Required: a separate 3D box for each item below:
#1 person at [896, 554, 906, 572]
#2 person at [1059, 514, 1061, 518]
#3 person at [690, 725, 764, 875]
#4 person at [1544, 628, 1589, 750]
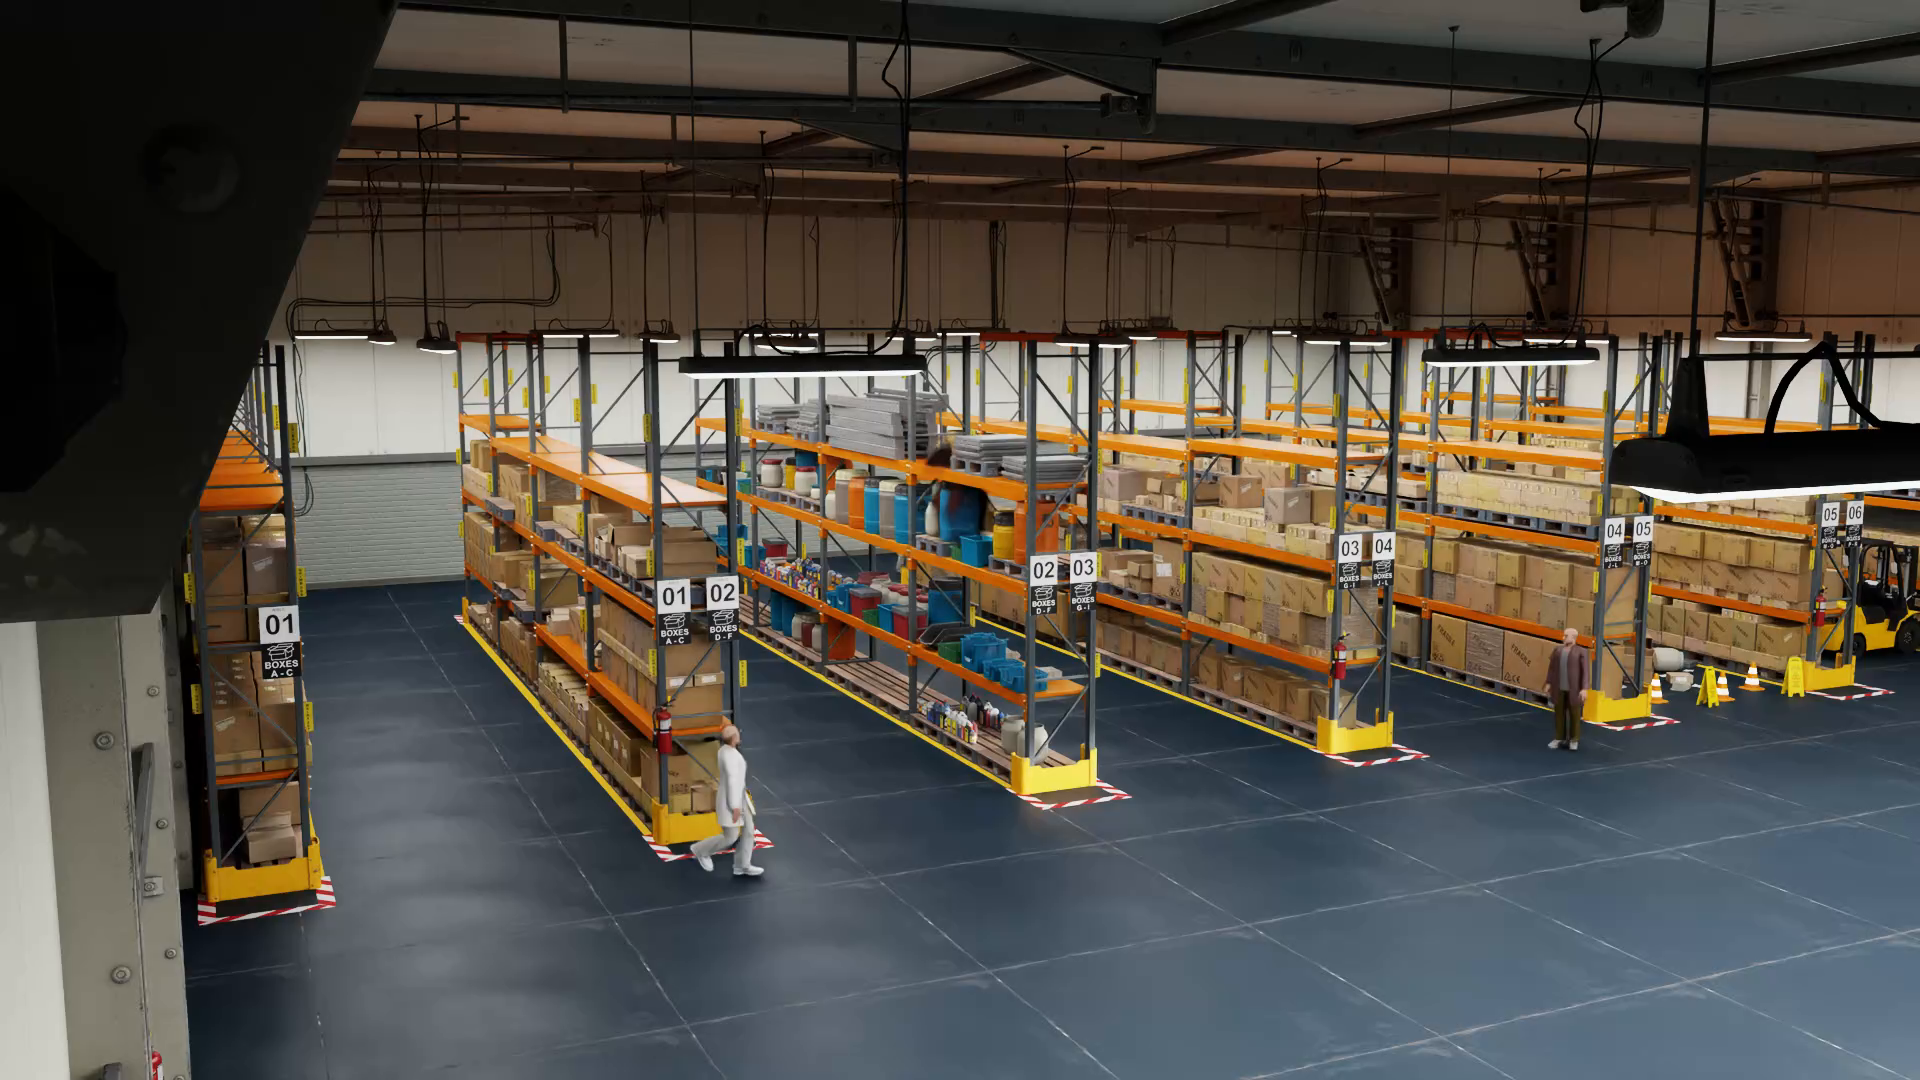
[{"bbox_3d":[-1.152,-0.037,40.711,0.937,1.736,0.651,5,9,34],"label":"person"},{"bbox_3d":[2.298,0.122,40.304,0.470,1.579,0.629,-1,8,-7],"label":"person"},{"bbox_3d":[-2.647,2.941,18.757,0.817,1.751,0.580,3,8,18],"label":"person"},{"bbox_3d":[8.907,2.178,24.400,0.647,1.795,0.430,5,9,31],"label":"person"}]
